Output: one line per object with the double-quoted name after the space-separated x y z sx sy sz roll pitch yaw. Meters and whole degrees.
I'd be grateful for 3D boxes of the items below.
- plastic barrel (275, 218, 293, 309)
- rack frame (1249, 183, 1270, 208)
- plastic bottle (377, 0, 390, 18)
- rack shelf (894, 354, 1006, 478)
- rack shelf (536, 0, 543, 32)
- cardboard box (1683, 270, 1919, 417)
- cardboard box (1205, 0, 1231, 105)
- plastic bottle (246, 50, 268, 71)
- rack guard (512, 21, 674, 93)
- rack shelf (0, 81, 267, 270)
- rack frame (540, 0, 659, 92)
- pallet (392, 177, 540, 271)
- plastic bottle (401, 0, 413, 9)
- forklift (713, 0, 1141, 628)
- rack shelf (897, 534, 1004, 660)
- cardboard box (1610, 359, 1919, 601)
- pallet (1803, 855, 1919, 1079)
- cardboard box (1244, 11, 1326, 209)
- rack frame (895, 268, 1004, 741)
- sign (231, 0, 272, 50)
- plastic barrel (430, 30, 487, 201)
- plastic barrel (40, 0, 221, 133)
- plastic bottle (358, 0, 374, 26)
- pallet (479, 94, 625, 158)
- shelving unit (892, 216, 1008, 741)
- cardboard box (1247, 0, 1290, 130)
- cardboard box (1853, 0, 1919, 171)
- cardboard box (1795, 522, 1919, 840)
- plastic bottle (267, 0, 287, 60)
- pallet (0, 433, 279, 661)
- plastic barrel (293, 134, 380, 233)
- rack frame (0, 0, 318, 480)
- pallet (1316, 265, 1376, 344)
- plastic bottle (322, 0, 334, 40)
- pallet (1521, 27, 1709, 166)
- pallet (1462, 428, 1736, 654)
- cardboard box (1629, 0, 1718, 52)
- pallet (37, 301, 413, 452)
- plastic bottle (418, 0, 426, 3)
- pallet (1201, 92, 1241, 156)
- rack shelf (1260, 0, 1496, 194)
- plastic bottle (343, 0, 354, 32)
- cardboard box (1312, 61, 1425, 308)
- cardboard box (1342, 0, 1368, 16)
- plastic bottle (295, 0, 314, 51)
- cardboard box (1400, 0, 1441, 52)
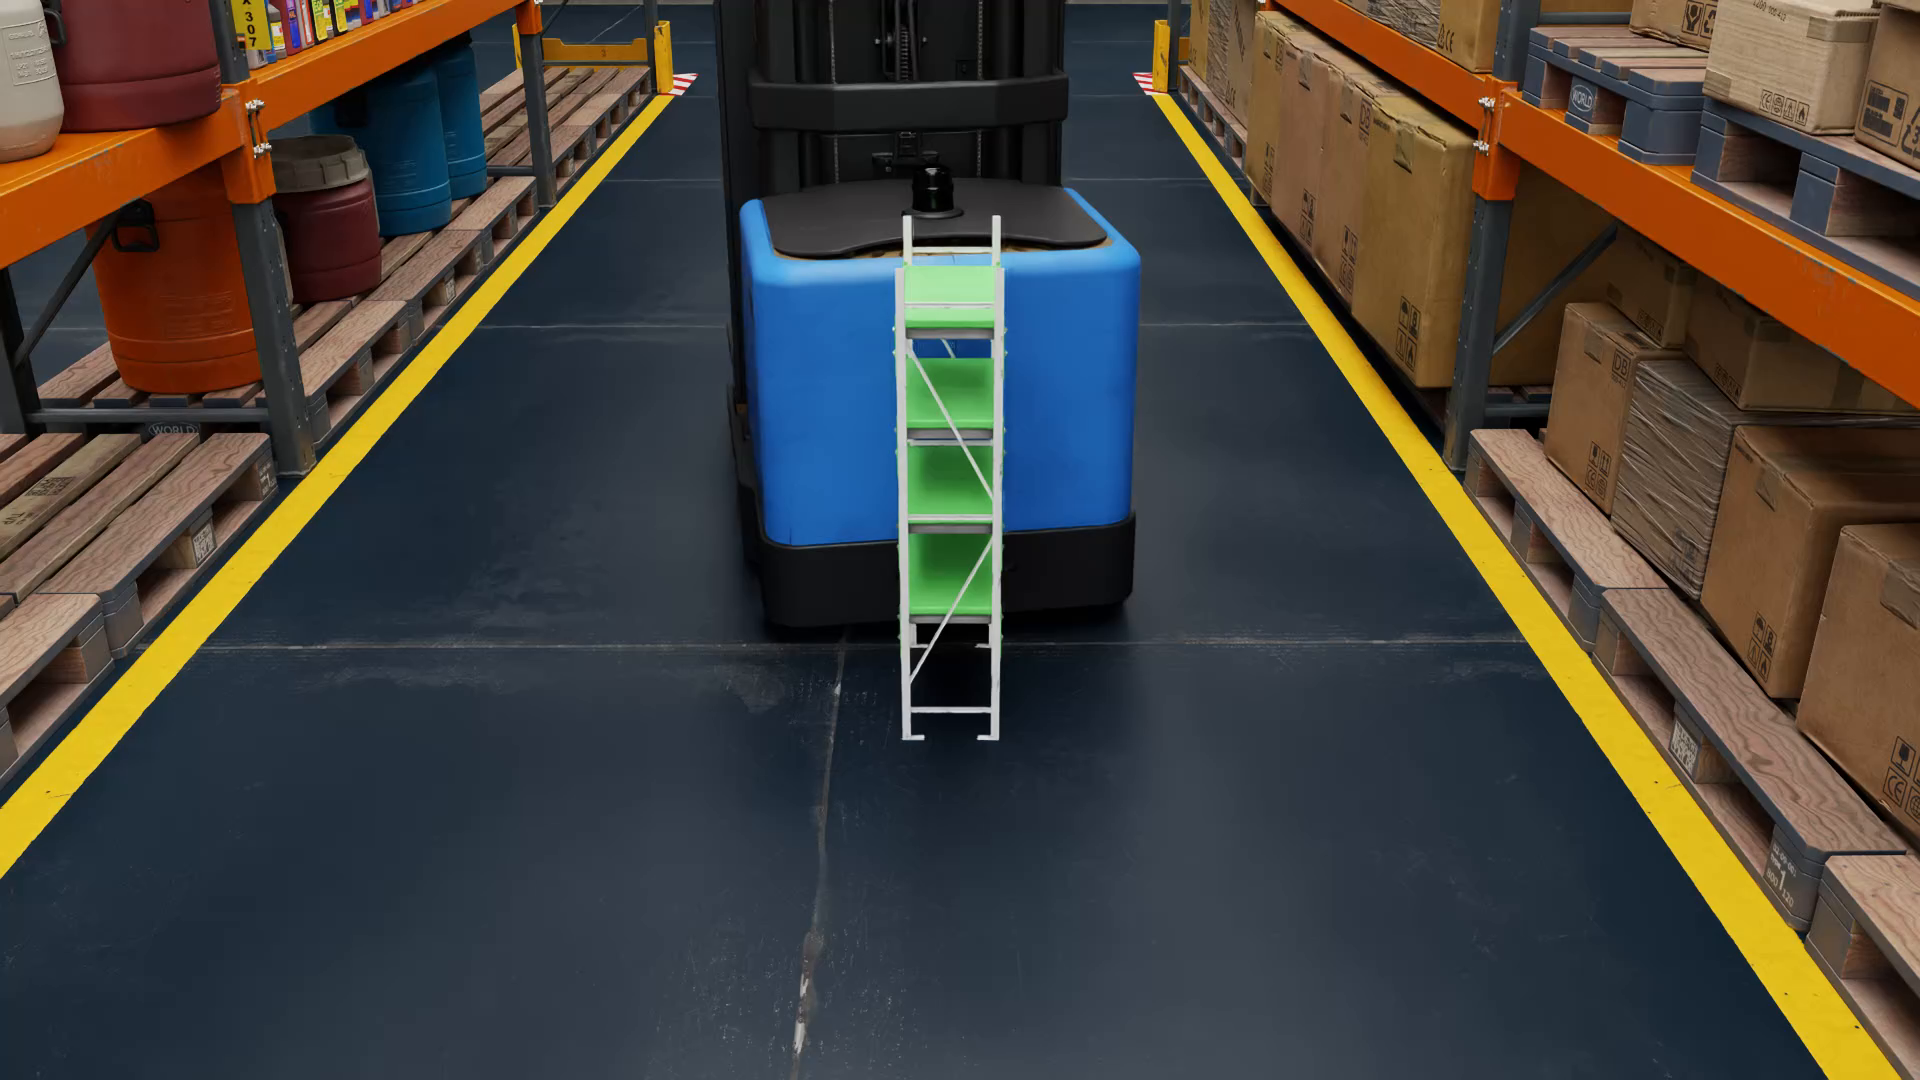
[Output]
-2.870 -1.093 6.537 0.421 0.512 0.421 0 24 0 "plastic barrel"
2.157 -3.272 8.845 1.000 3.000 0.127 0 24 -1 "rack frame"
-2.448 -2.296 6.838 0.152 0.276 0.135 0 24 -1 "plastic bottle"
-0.021 -0.311 4.054 0.258 0.148 0.480 0 24 0 "rack shelf"
-2.817 -3.746 10.766 1.077 0.370 4.000 0 24 -1 "rack shelf"
2.254 -0.533 4.377 0.500 0.250 0.500 2 24 5 "cardboard box"
2.210 -3.505 11.429 0.875 0.875 0.875 0 24 -1 "cardboard box"
-2.433 -1.725 5.574 0.152 0.276 0.135 0 24 -1 "plastic bottle"
-2.852 -3.769 12.977 1.175 0.500 0.348 0 24 -1 "rack guard"
-2.730 -0.450 3.477 1.077 0.370 4.000 0 24 -1 "rack shelf"
-2.839 -4.898 12.440 1.000 3.000 0.127 0 24 -1 "rack frame"
-2.829 -1.661 8.667 1.003 0.211 1.213 0 24 -1 "pallet"
-2.406 -2.431 7.127 0.061 0.283 0.133 0 24 -1 "plastic bottle"
-0.258 -1.674 5.395 1.130 2.935 3.031 -4 25 -9 "forklift"
-0.021 0.126 4.252 0.258 0.148 0.480 0 24 0 "rack shelf"
2.247 -0.181 4.510 0.700 0.500 0.500 -2 24 -5 "cardboard box"
2.235 0.974 2.840 1.003 0.211 1.213 0 24 -1 "pallet"
2.184 -2.232 8.613 1.225 0.875 0.875 0 24 0 "cardboard box"
-0.022 -0.050 3.904 0.240 1.200 0.015 0 24 0 "rack frame"
-2.202 -1.681 5.130 0.100 0.325 0.005 0 24 -1 "sign"
-2.807 -2.261 8.646 0.600 0.901 0.708 0 24 -1 "plastic barrel"
-2.444 -1.474 4.704 0.600 0.536 0.708 0 24 -1 "plastic barrel"
-2.400 -2.205 6.626 0.061 0.283 0.133 0 24 -1 "plastic bottle"
-2.858 -2.786 11.154 1.003 0.211 1.213 0 24 -1 "pallet"
-0.021 -0.150 4.127 0.258 1.200 0.503 0 24 0 "shelving unit"
2.230 -2.768 9.798 0.875 0.875 0.875 0 24 -1 "cardboard box"
2.133 -0.928 3.027 0.797 0.503 0.637 2 24 5 "cardboard box"
2.266 0.283 3.485 0.700 0.500 0.500 -2 24 -5 "cardboard box"
-2.408 -1.779 5.784 0.097 0.201 0.097 0 24 0 "plastic bottle"
-2.782 -0.012 5.020 1.003 0.211 1.213 0 24 -1 "pallet"
-2.882 -1.559 7.565 0.421 0.512 0.421 0 24 0 "plastic barrel"
-2.752 -1.602 5.151 1.000 3.000 0.127 0 24 -1 "rack frame"
2.257 -1.180 7.603 1.003 0.211 1.213 0 24 -1 "pallet"
-2.414 -1.984 6.239 0.097 0.201 0.097 0 24 0 "plastic bottle"
2.315 -1.243 4.592 1.213 0.211 1.003 0 24 -1 "pallet"
2.208 -0.031 5.063 1.003 0.211 1.213 0 24 -1 "pallet"
2.247 -1.638 4.602 0.500 0.500 0.500 -3 25 -7 "cardboard box"
-2.802 -0.656 6.444 1.003 0.211 1.213 0 24 -1 "pallet"
-2.454 -2.523 7.339 0.152 0.276 0.135 0 24 -1 "plastic bottle"
2.211 -2.819 11.227 1.003 0.211 1.213 0 24 -1 "pallet"
2.179 -2.120 7.171 1.077 0.370 4.000 0 24 -1 "rack shelf"
-2.416 -2.111 6.435 0.097 0.271 0.097 0 24 0 "plastic bottle"
2.212 -1.499 6.993 1.225 0.875 0.875 0 24 0 "cardboard box"
1.935 -2.501 7.018 0.500 0.500 0.500 0 24 0 "cardboard box"
-2.438 -1.916 5.996 0.152 0.276 0.135 0 24 -1 "plastic bottle"
1.948 -2.077 6.081 0.500 0.500 0.500 0 24 -1 "cardboard box"
